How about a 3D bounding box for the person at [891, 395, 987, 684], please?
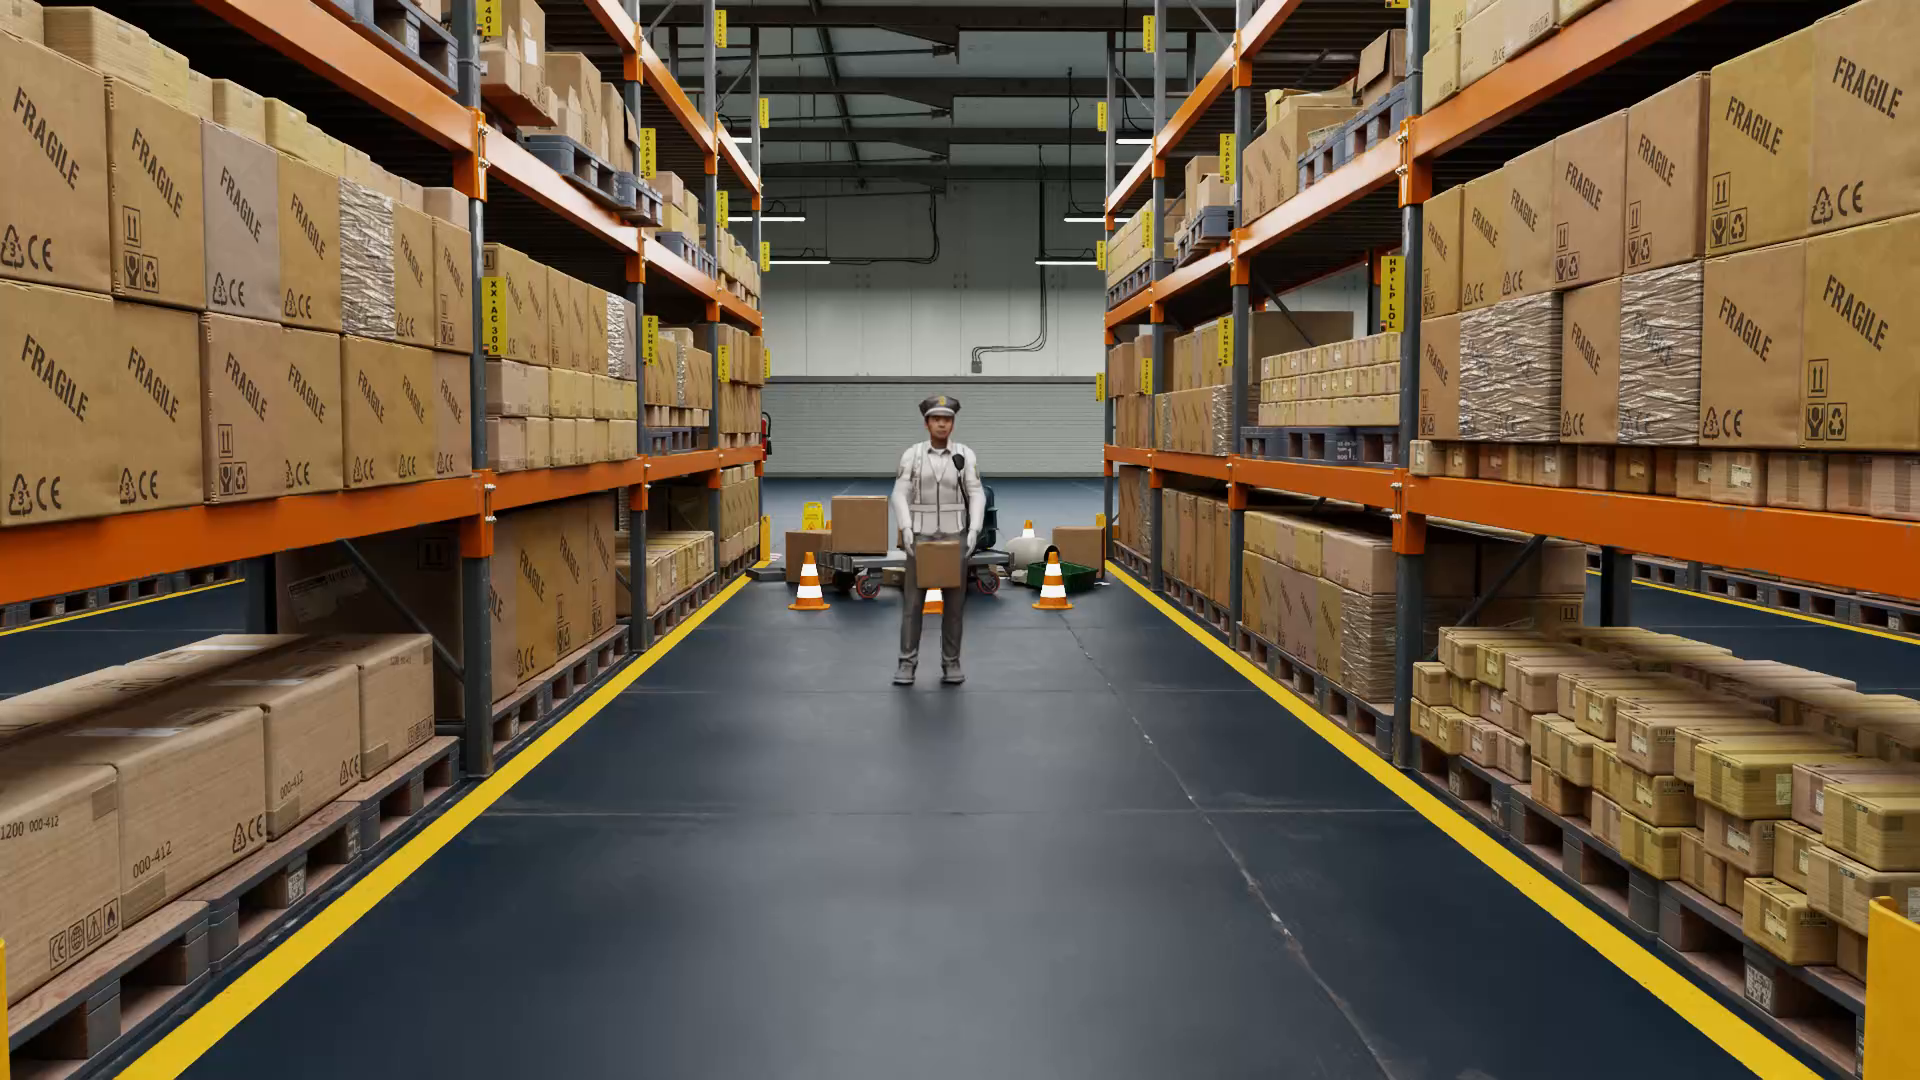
[{"bbox_3d":[-0.124,-0.005,9.793,0.568,1.694,0.387,0,4,-1],"label":"person"}]
